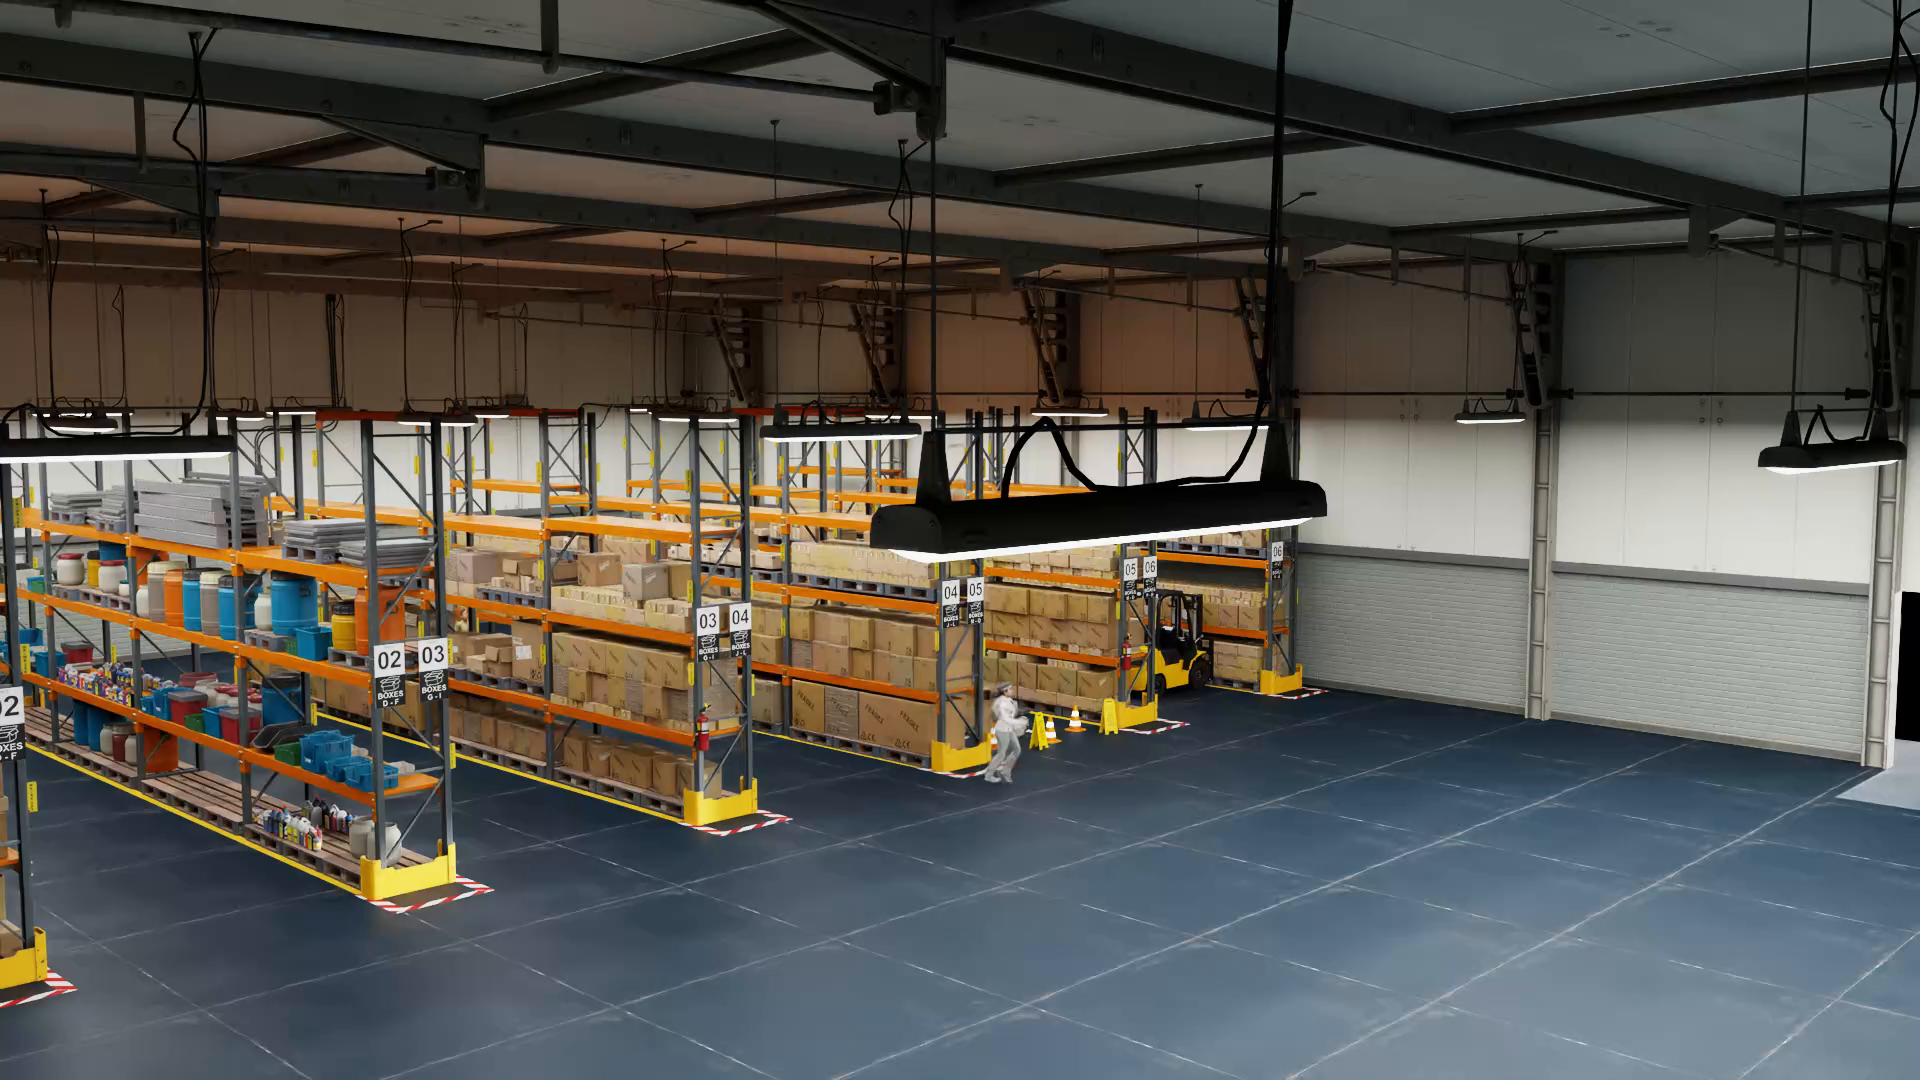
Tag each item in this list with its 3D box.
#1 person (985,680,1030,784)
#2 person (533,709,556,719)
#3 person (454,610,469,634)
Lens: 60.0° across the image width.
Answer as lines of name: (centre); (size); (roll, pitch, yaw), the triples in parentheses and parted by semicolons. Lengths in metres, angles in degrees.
person: (0.771, 3.129, 26.862); (0.721, 1.764, 0.632); (1, 5, 7)
person: (-7.837, 2.753, 31.388); (0.677, 1.643, 0.516); (5, 7, 42)
person: (-10.675, 2.329, 35.992); (0.587, 1.668, 0.876); (-4, 7, -40)
